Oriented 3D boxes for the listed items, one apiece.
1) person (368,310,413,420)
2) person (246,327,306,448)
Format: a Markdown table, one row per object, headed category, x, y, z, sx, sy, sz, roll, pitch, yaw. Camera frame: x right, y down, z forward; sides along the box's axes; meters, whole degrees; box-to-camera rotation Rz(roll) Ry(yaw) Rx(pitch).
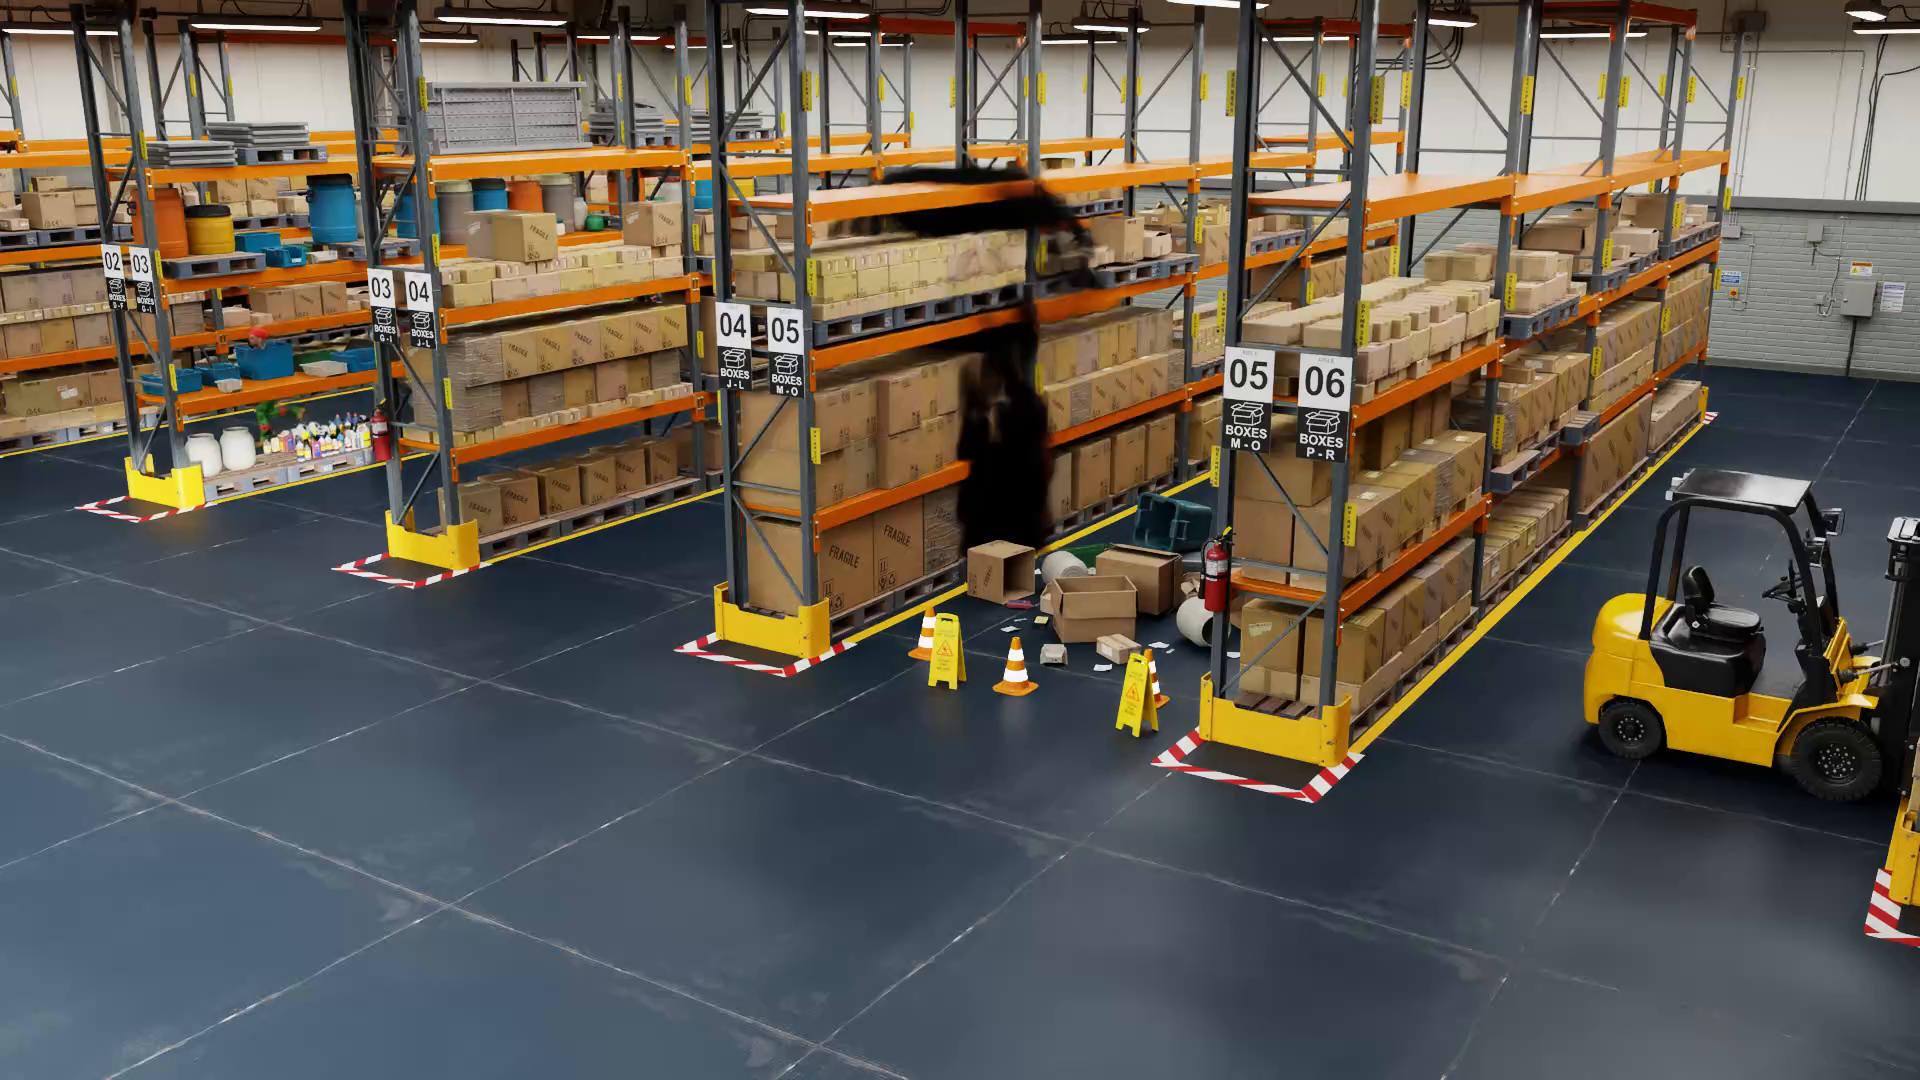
| category | x | y | z | sx | sy | sz | roll | pitch | yaw |
| --- | --- | --- | --- | --- | --- | --- | --- | --- | --- |
| person | -8.966 | -2.830 | 26.098 | 0.678 | 1.774 | 1.010 | 10 | 18 | 31 |
| person | -9.898 | -2.216 | 24.027 | 0.820 | 1.756 | 0.677 | -13 | 20 | -40 |
